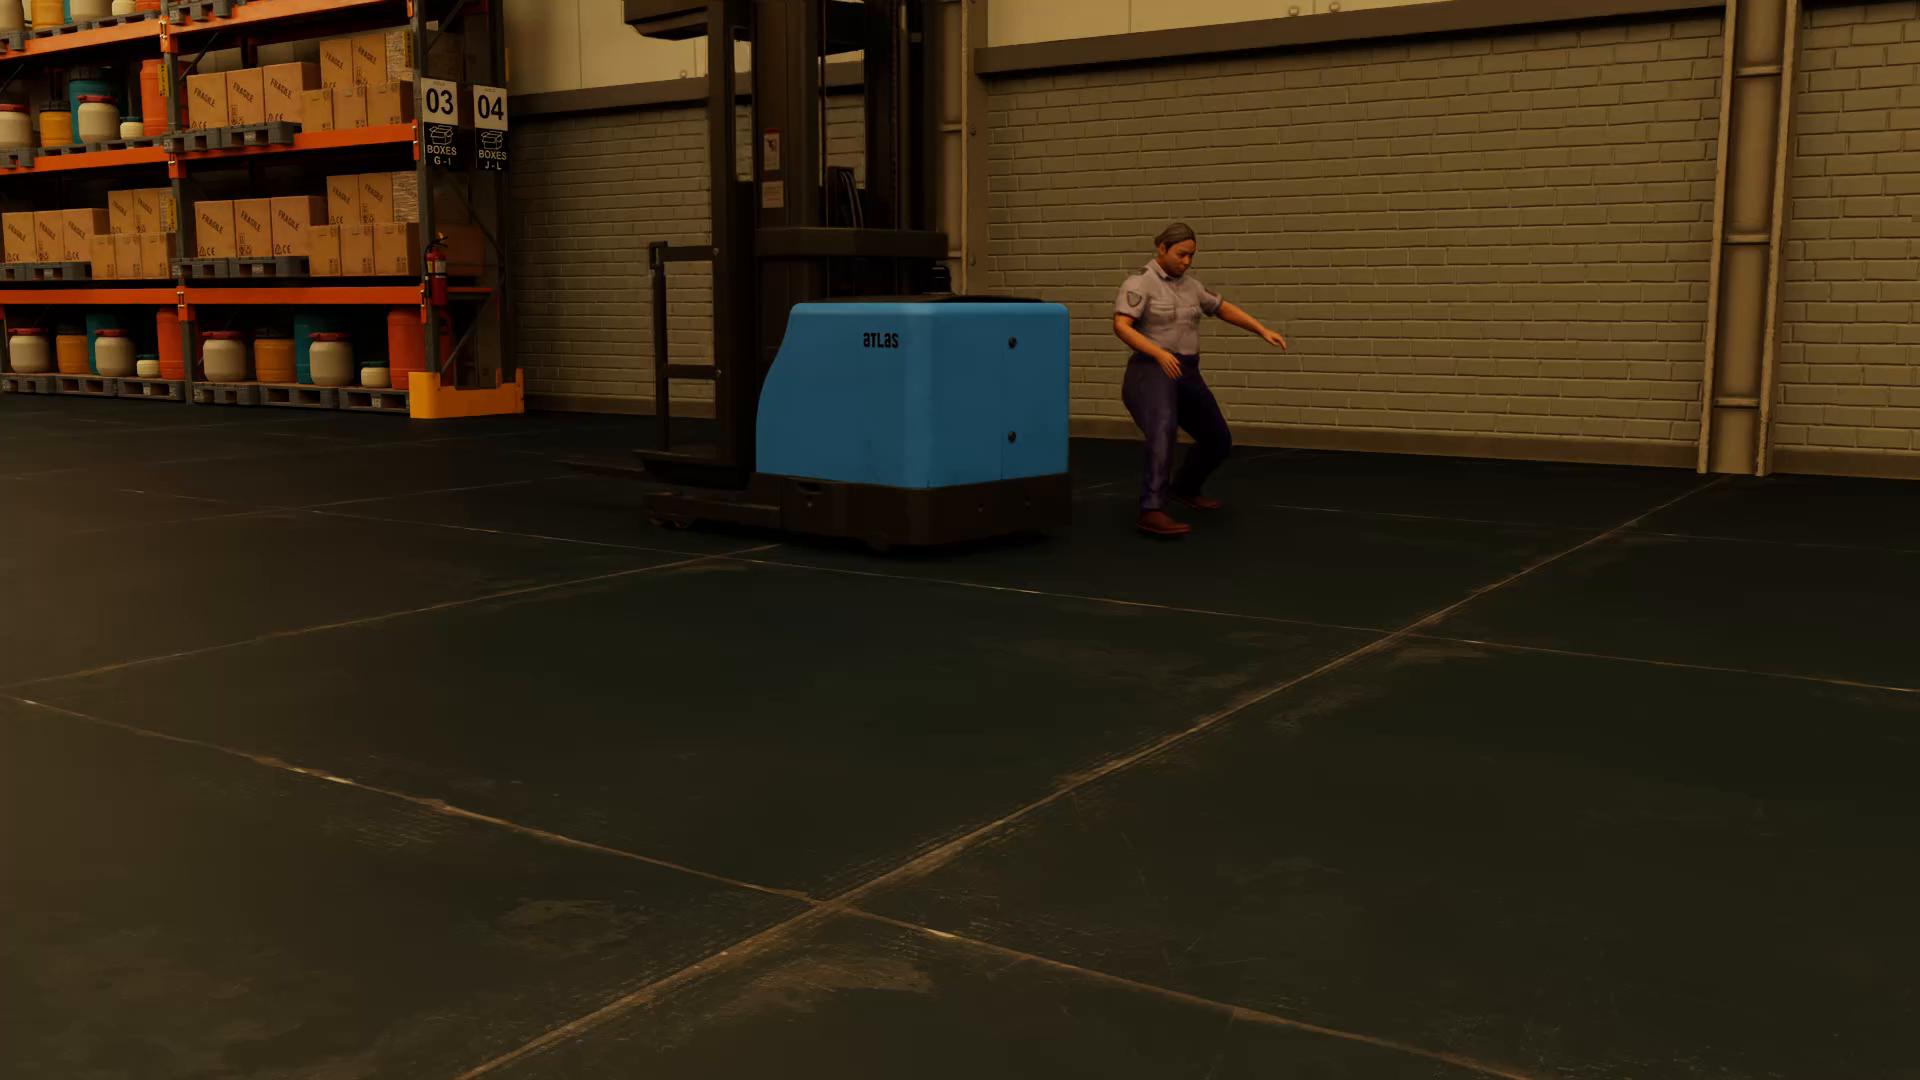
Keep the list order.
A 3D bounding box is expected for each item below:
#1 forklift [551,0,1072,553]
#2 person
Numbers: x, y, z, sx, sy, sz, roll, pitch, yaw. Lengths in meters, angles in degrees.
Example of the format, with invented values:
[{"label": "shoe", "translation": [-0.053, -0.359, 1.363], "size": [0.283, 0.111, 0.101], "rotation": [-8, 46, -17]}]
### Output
[{"label": "forklift", "translation": [-0.903, -1.548, 8.078], "size": [3.031, 2.935, 1.130], "rotation": [8, 11, 43]}, {"label": "person", "translation": [1.116, -0.802, 8.131], "size": [1.107, 1.477, 0.967], "rotation": [-6, 10, -38]}]
